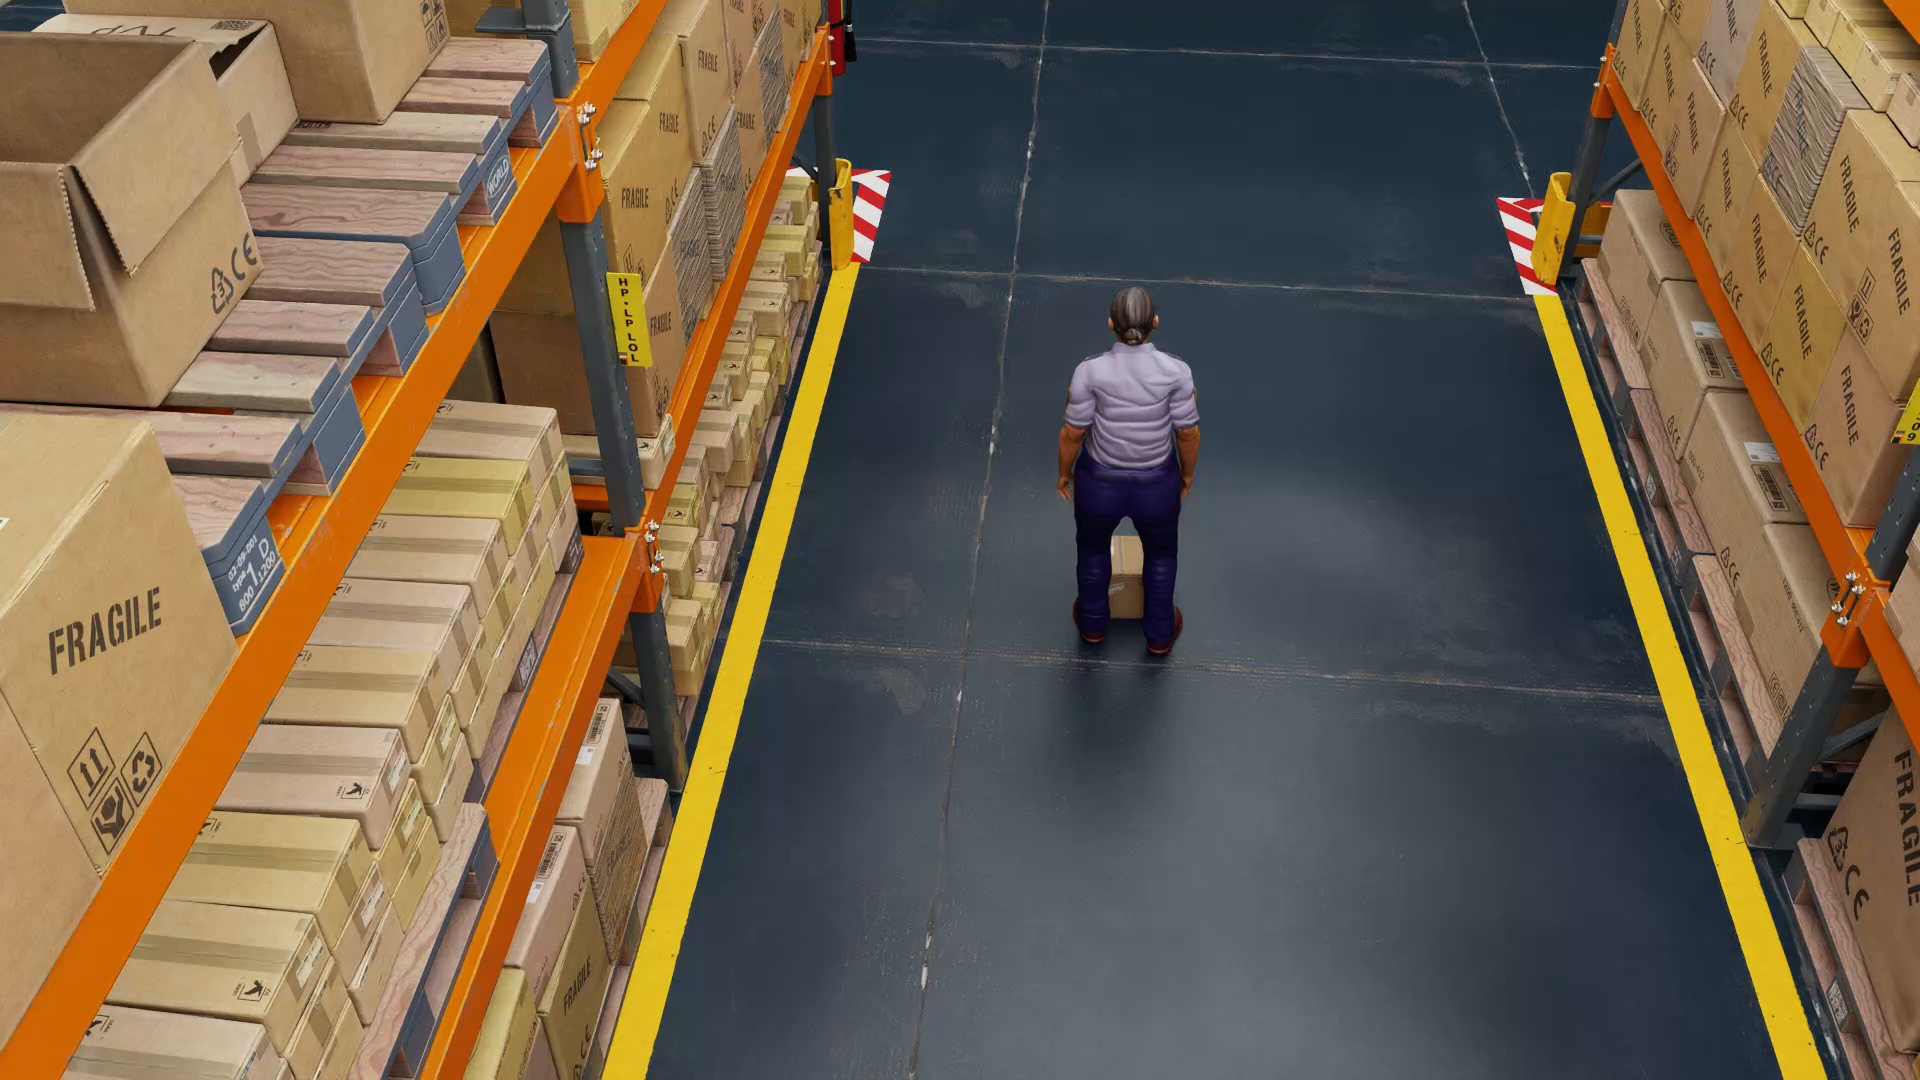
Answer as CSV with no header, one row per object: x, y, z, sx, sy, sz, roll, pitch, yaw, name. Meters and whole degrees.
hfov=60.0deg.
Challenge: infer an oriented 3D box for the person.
0.656,-0.242,6.447,0.562,1.653,0.418,2,40,2,person
